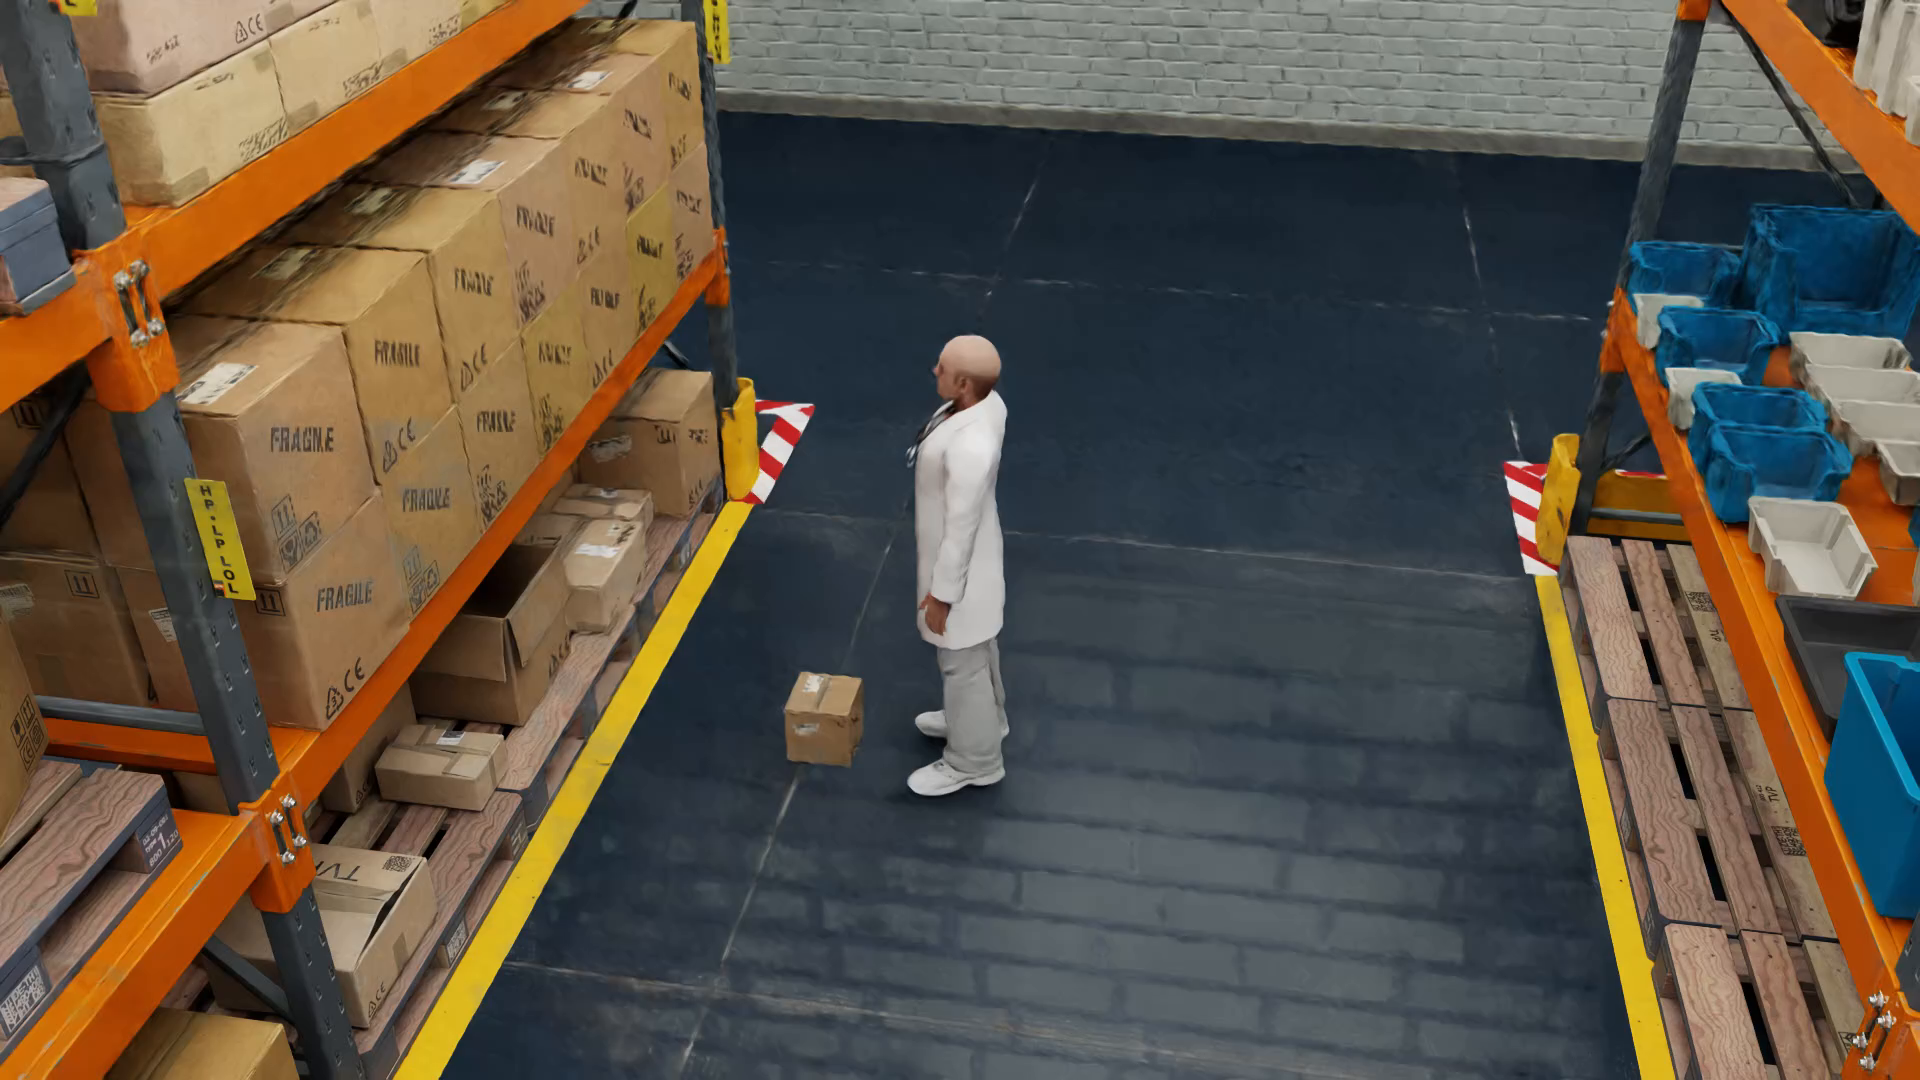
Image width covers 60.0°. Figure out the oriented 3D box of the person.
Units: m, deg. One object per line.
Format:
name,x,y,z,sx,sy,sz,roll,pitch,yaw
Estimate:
person,-0.003,0.087,5.976,0.377,1.790,0.585,2,32,4
